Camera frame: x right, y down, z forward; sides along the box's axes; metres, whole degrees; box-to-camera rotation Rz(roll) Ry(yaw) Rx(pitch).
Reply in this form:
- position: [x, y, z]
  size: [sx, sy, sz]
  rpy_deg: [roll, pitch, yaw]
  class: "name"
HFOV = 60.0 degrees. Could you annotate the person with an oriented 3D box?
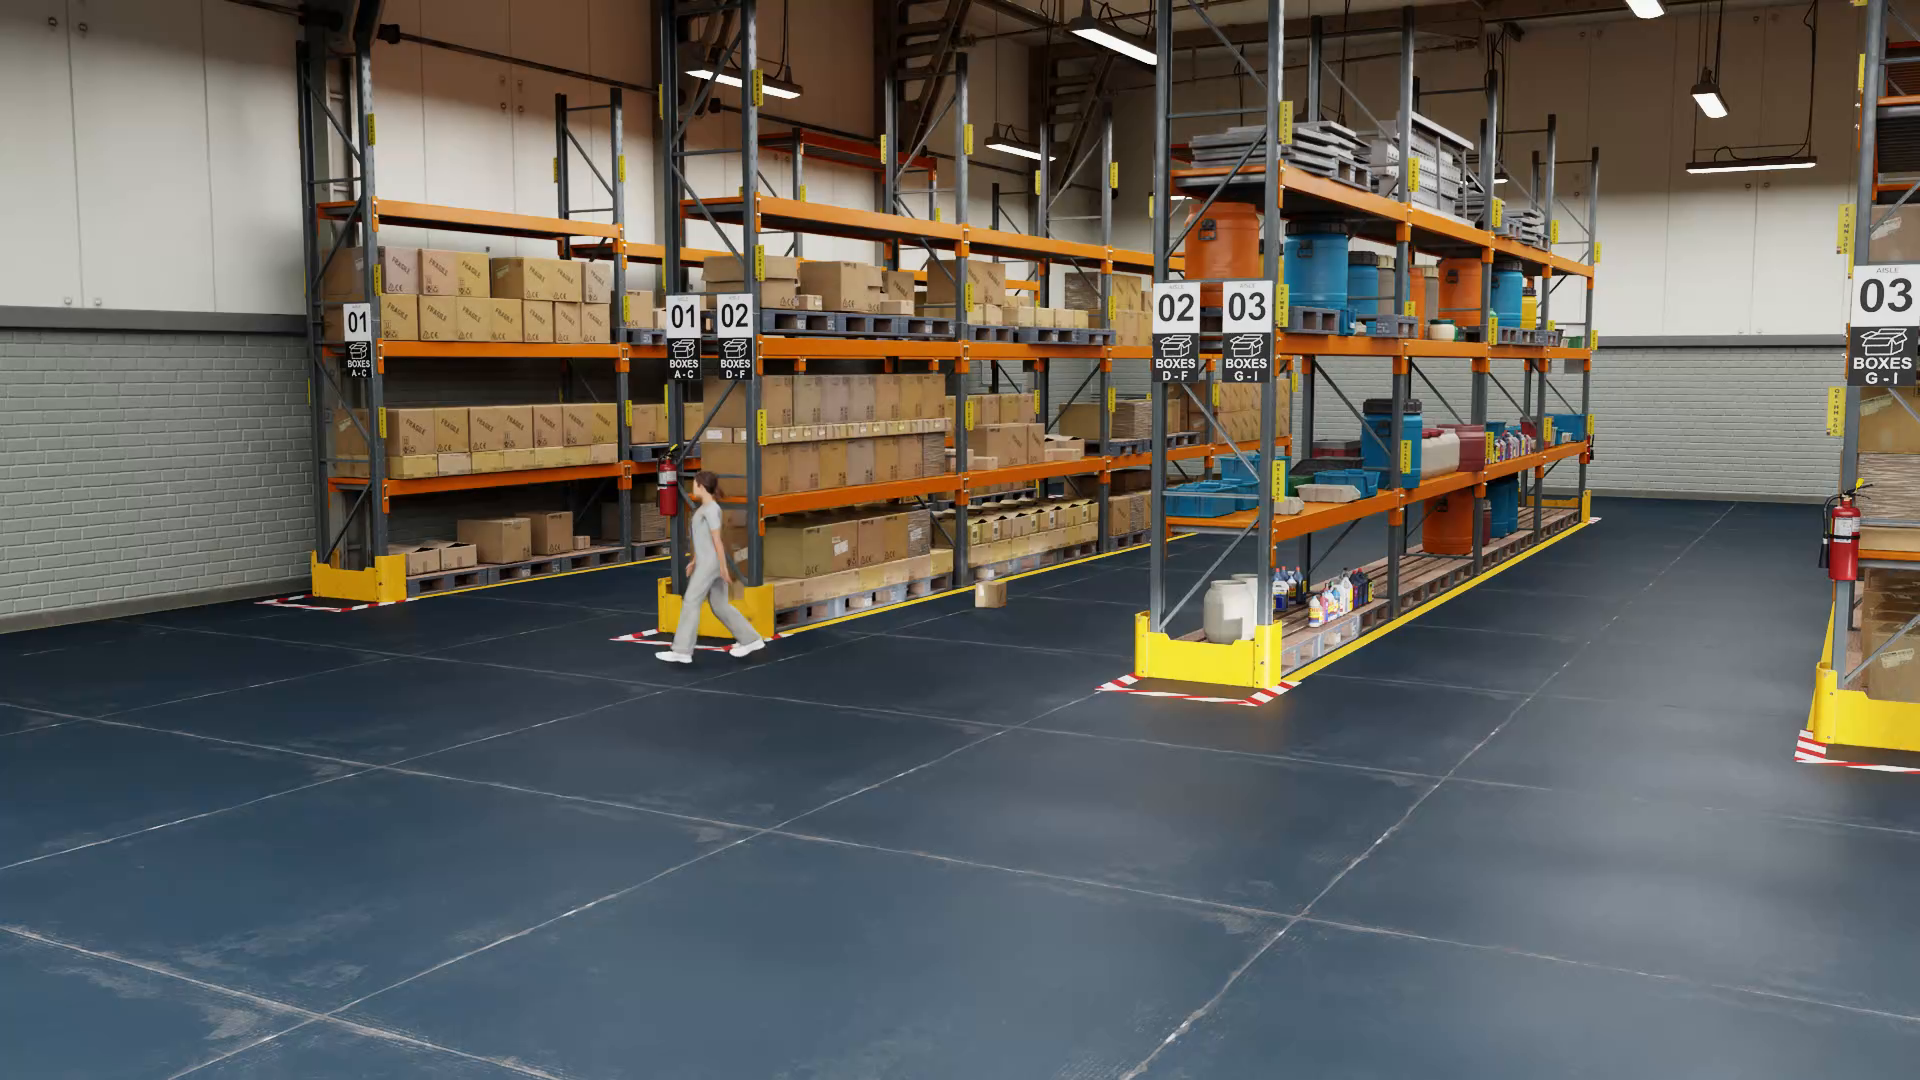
- position: [-2.149, 0.218, 14.283]
  size: [0.926, 1.626, 0.494]
  rpy_deg: [-1, 6, -8]
  class: "person"
